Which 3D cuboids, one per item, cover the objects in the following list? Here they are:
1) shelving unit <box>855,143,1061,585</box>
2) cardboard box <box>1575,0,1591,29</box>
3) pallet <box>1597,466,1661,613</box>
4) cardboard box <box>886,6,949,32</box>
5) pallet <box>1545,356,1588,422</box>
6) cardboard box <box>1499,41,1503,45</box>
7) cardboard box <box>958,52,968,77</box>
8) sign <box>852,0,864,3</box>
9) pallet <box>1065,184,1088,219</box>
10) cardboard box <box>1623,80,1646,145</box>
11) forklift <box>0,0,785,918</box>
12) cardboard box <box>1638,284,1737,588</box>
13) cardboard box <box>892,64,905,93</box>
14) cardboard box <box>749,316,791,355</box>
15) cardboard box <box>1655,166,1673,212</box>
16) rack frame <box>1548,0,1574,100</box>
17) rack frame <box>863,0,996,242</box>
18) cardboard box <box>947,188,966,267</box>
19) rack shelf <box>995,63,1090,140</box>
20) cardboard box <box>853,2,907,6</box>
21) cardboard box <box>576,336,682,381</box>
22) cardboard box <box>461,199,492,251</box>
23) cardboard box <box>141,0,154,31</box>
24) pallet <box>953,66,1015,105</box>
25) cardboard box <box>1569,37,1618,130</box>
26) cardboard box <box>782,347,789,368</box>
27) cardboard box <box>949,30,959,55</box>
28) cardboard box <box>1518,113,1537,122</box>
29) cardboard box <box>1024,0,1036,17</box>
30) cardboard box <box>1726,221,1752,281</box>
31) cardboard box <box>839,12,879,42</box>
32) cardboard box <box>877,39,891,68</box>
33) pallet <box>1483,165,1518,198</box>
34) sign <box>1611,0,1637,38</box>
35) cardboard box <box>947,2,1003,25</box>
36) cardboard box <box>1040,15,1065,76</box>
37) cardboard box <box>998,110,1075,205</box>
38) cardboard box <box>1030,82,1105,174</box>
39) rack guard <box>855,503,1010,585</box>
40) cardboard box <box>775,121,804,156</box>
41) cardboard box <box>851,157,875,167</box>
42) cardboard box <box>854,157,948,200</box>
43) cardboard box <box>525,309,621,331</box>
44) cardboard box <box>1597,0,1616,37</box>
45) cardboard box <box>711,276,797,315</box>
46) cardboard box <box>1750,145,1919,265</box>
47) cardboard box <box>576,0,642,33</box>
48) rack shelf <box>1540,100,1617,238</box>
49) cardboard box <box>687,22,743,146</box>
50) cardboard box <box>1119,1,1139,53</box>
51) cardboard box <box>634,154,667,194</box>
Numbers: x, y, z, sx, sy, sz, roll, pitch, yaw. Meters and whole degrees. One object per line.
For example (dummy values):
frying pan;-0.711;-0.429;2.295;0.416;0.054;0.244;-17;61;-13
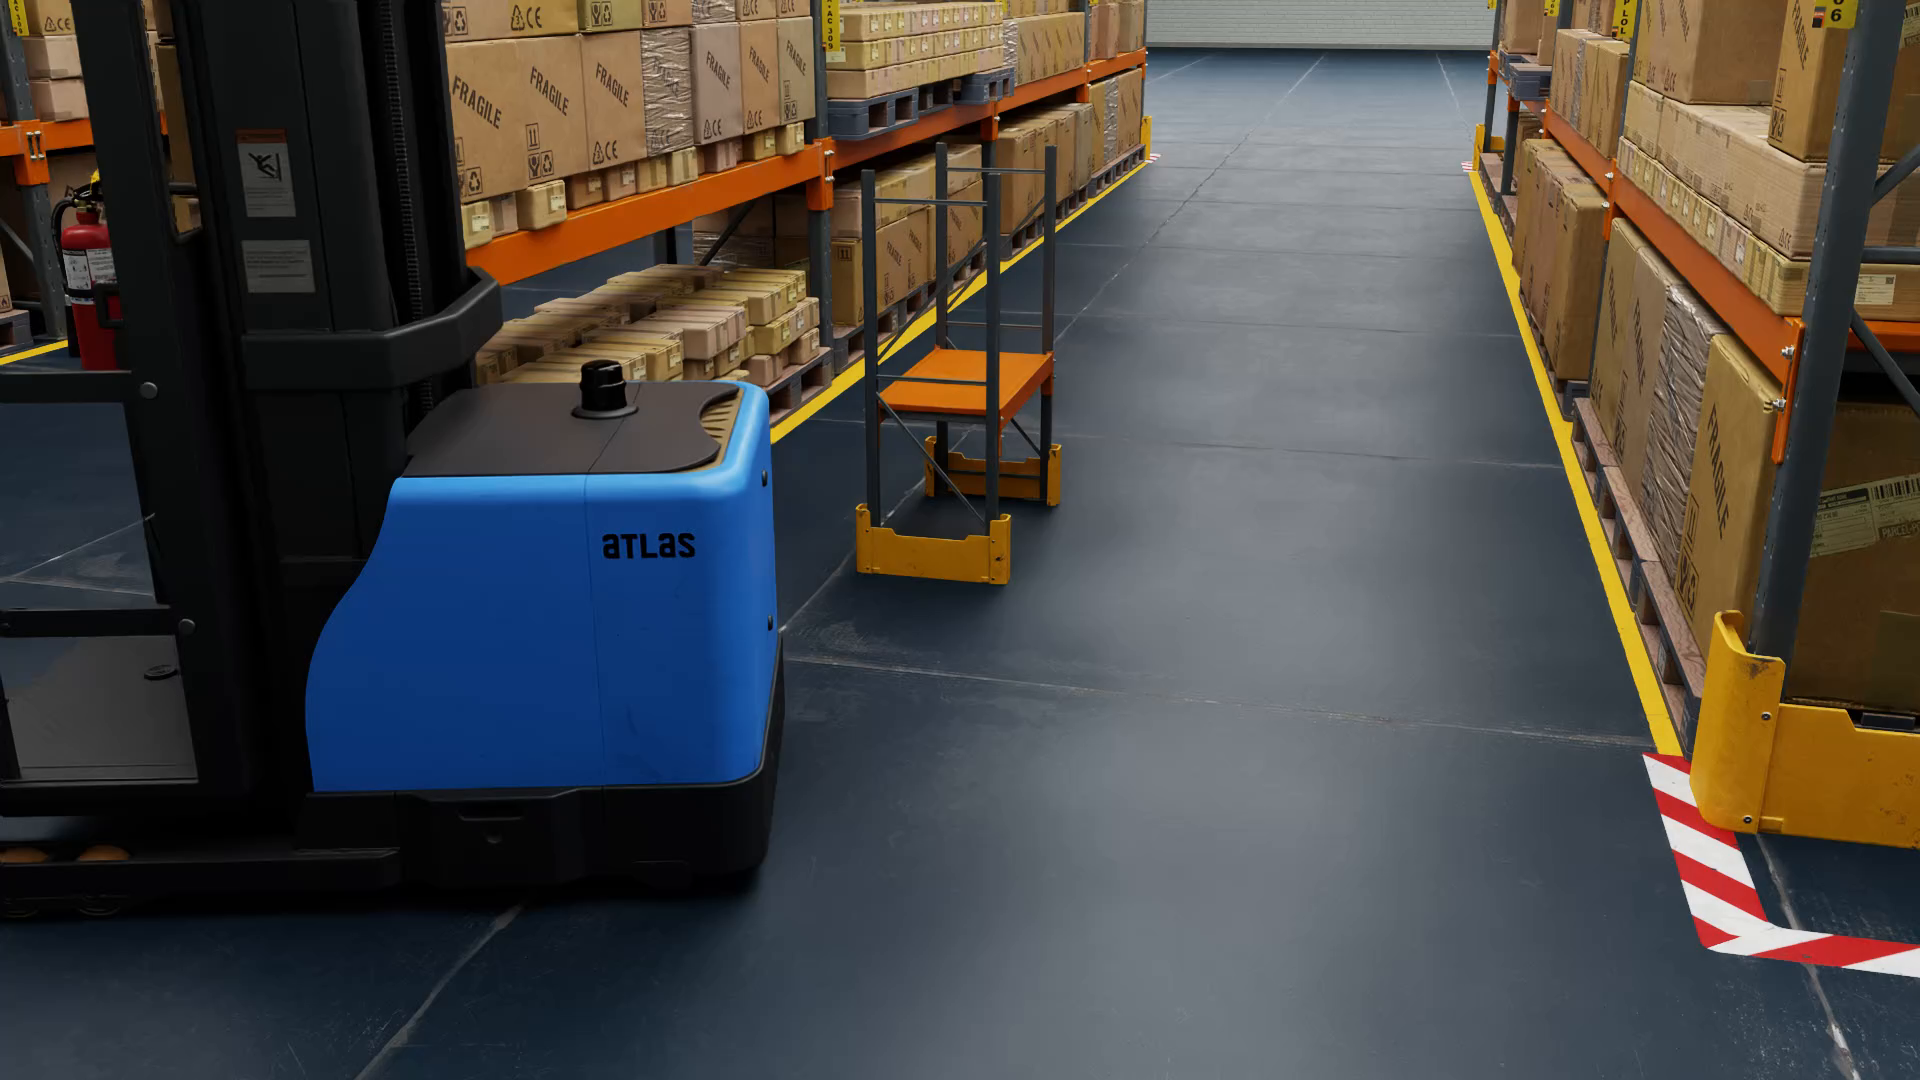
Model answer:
shelving unit;0.019;-0.734;6.515;0.587;1.500;1.083;5;19;13
cardboard box;4.652;-3.591;11.756;0.500;0.500;0.500;2;19;7
pallet;3.024;0.017;6.313;1.003;0.211;1.213;5;19;13
cardboard box;-0.284;-3.281;10.471;0.380;0.149;0.250;5;20;15
pallet;3.697;-0.847;8.841;1.003;0.211;1.213;5;19;13
cardboard box;6.057;-5.337;18.060;0.380;0.149;0.250;5;19;13
cardboard box;-0.154;-3.164;11.050;0.380;0.149;0.250;4;19;11
sign;-0.765;-4.187;12.513;0.100;0.325;0.005;5;19;13
pallet;0.636;-3.282;15.971;1.003;0.211;1.213;5;19;13
cardboard box;3.213;-1.862;7.270;0.500;0.250;0.500;4;19;12
forklift;-2.017;-0.649;4.054;3.031;2.935;1.130;-1;19;-3
cardboard box;2.905;-0.350;5.710;0.875;0.875;0.875;5;19;13
cardboard box;-0.534;-2.675;9.616;0.380;0.149;0.250;5;19;14
cardboard box;-1.075;-1.038;8.385;0.380;0.149;0.250;4;19;11
cardboard box;2.870;-1.327;6.321;0.380;0.149;0.250;5;19;14
rack frame;4.559;-3.173;11.335;1.000;3.000;0.127;5;19;13
rack frame;-0.226;-3.596;12.575;1.000;3.000;0.127;5;19;13
cardboard box;-0.264;-2.222;11.771;0.500;0.500;0.500;5;20;16
rack shelf;0.262;-3.882;14.526;1.077;0.370;4.000;5;19;13
cardboard box;-0.590;-3.743;11.825;0.380;0.149;0.250;4;19;12
cardboard box;-1.421;-0.771;7.145;0.380;0.149;0.250;5;19;14
cardboard box;-1.784;-1.045;5.496;0.380;0.149;0.250;4;19;13
cardboard box;-5.544;-3.499;10.589;0.500;0.500;0.500;5;19;13
pallet;-0.297;-3.273;11.927;1.213;0.211;1.003;5;19;13
cardboard box;3.807;-2.610;9.533;0.500;0.500;0.500;5;19;14
cardboard box;-1.114;-0.967;8.639;0.380;0.149;0.250;5;20;15
cardboard box;-0.218;-3.221;10.757;0.380;0.149;0.250;5;20;15
cardboard box;6.232;-4.311;17.887;0.500;0.500;0.500;10;21;28
cardboard box;0.263;-4.736;14.211;0.700;0.500;0.500;4;19;13
cardboard box;2.496;-0.844;4.908;0.380;0.149;0.250;5;19;14
cardboard box;-0.661;-2.791;9.036;0.380;0.149;0.250;6;20;16
cardboard box;-0.600;-2.731;9.322;0.380;0.149;0.250;4;19;12
pallet;5.962;-3.704;17.204;1.003;0.211;1.213;5;19;13
sign;3.053;-2.469;7.607;0.100;0.325;0.005;5;19;13
cardboard box;0.099;-3.767;11.896;0.380;0.149;0.250;4;19;11
cardboard box;0.636;-4.396;14.761;0.500;0.500;0.500;5;19;14
cardboard box;0.447;-3.480;15.066;1.050;0.750;0.750;5;19;13
cardboard box;0.973;-4.235;17.082;0.875;0.875;0.875;5;19;14
rack guard;-0.103;0.014;6.260;0.587;0.250;0.087;5;19;13
cardboard box;-1.004;-2.026;8.367;0.380;0.149;0.250;4;19;12
cardboard box;-0.887;-2.457;11.296;0.500;0.250;0.500;5;19;14
cardboard box;-0.391;-2.414;11.173;0.500;0.250;0.500;5;20;15
cardboard box;-1.797;-0.968;7.722;0.380;0.149;0.250;4;19;11
cardboard box;4.203;-3.263;9.892;0.797;0.503;0.637;5;20;15
cardboard box;-1.062;-1.258;8.571;0.380;0.149;0.250;5;19;14
cardboard box;2.465;-0.908;4.476;0.500;0.250;0.500;4;19;13
cardboard box;-1.548;-2.189;6.295;0.500;0.500;0.500;4;19;12
rack shelf;4.070;-2.205;9.616;1.077;0.370;4.000;5;19;13
cardboard box;-1.298;-2.038;7.398;0.500;0.500;0.500;5;19;13
cardboard box;1.568;-5.880;19.031;0.875;0.550;0.550;5;19;13
cardboard box;-1.452;-1.538;6.939;0.380;0.149;0.250;5;20;15
